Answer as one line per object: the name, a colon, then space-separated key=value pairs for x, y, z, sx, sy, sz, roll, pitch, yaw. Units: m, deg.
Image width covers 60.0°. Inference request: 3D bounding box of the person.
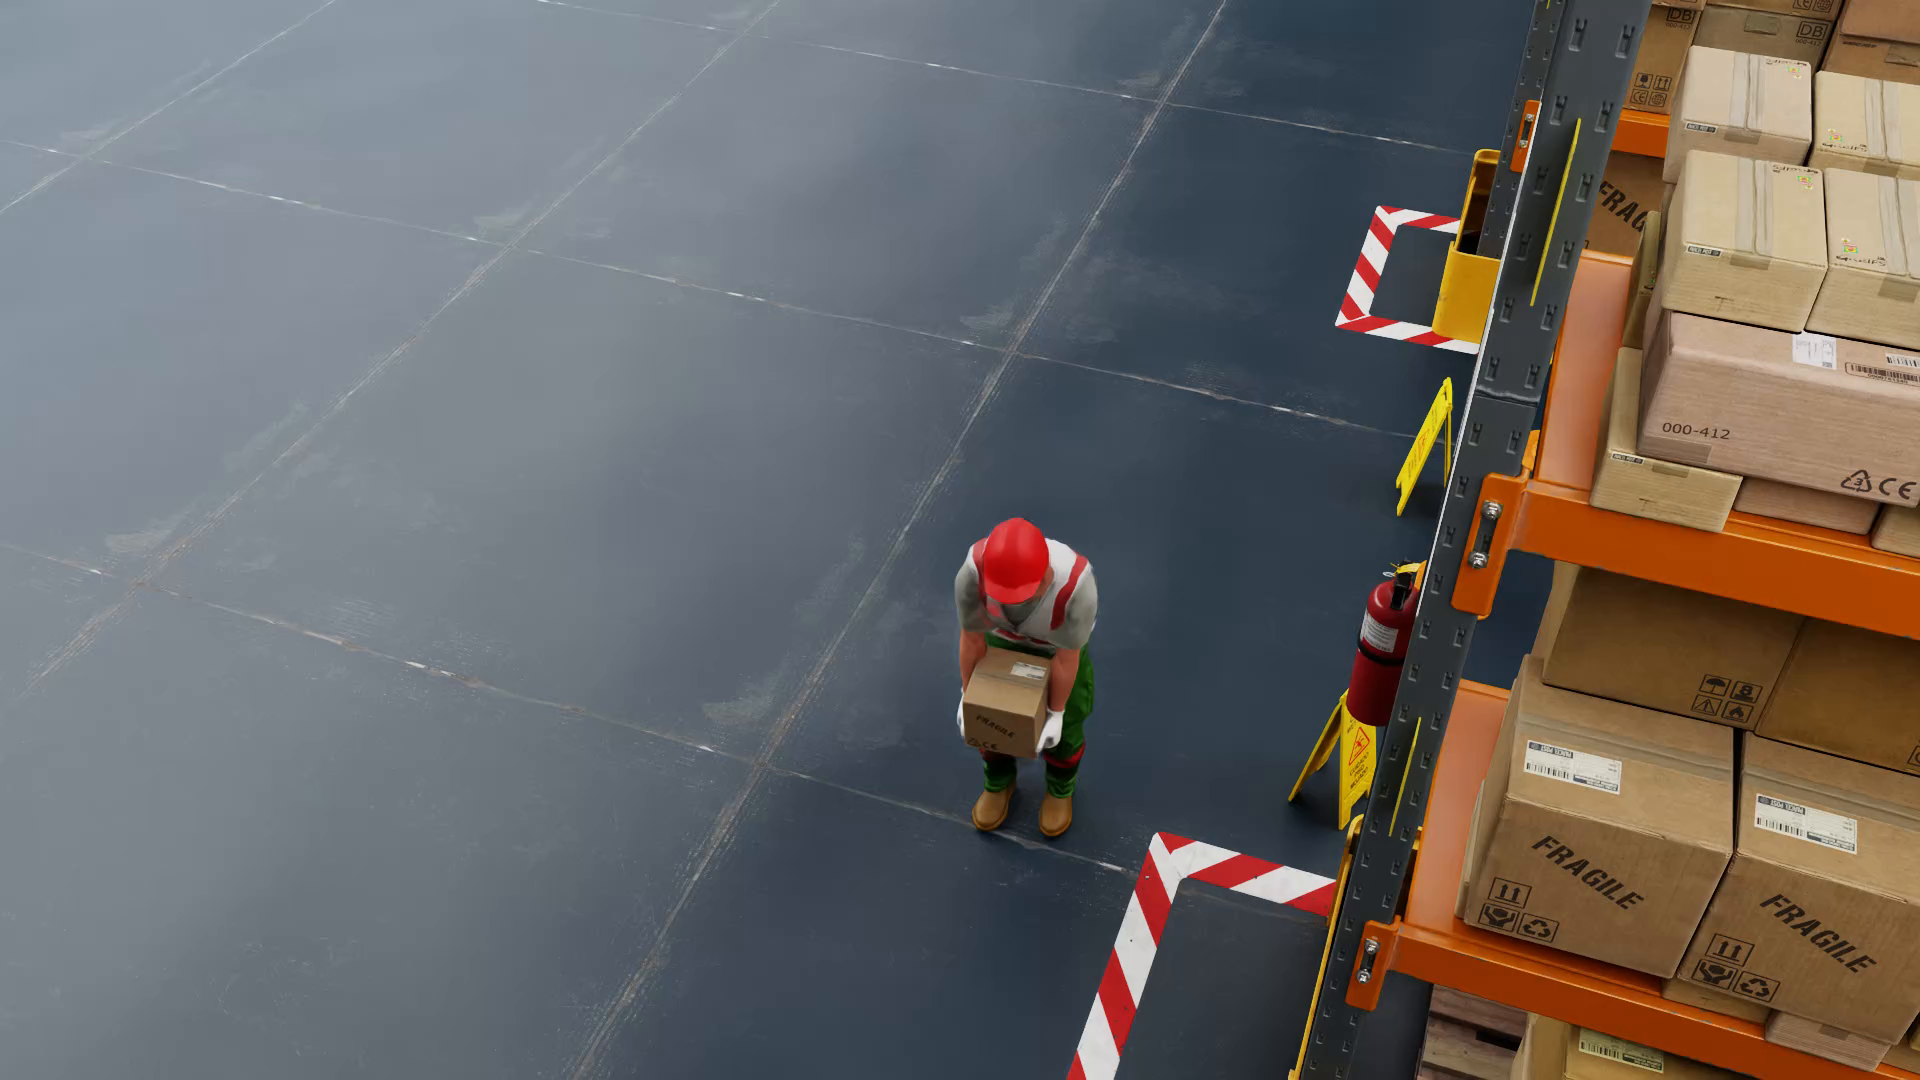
person: x=0.222 y=0.457 z=5.717 sx=0.478 sy=1.655 sz=0.714 roll=11 pitch=42 yaw=12
